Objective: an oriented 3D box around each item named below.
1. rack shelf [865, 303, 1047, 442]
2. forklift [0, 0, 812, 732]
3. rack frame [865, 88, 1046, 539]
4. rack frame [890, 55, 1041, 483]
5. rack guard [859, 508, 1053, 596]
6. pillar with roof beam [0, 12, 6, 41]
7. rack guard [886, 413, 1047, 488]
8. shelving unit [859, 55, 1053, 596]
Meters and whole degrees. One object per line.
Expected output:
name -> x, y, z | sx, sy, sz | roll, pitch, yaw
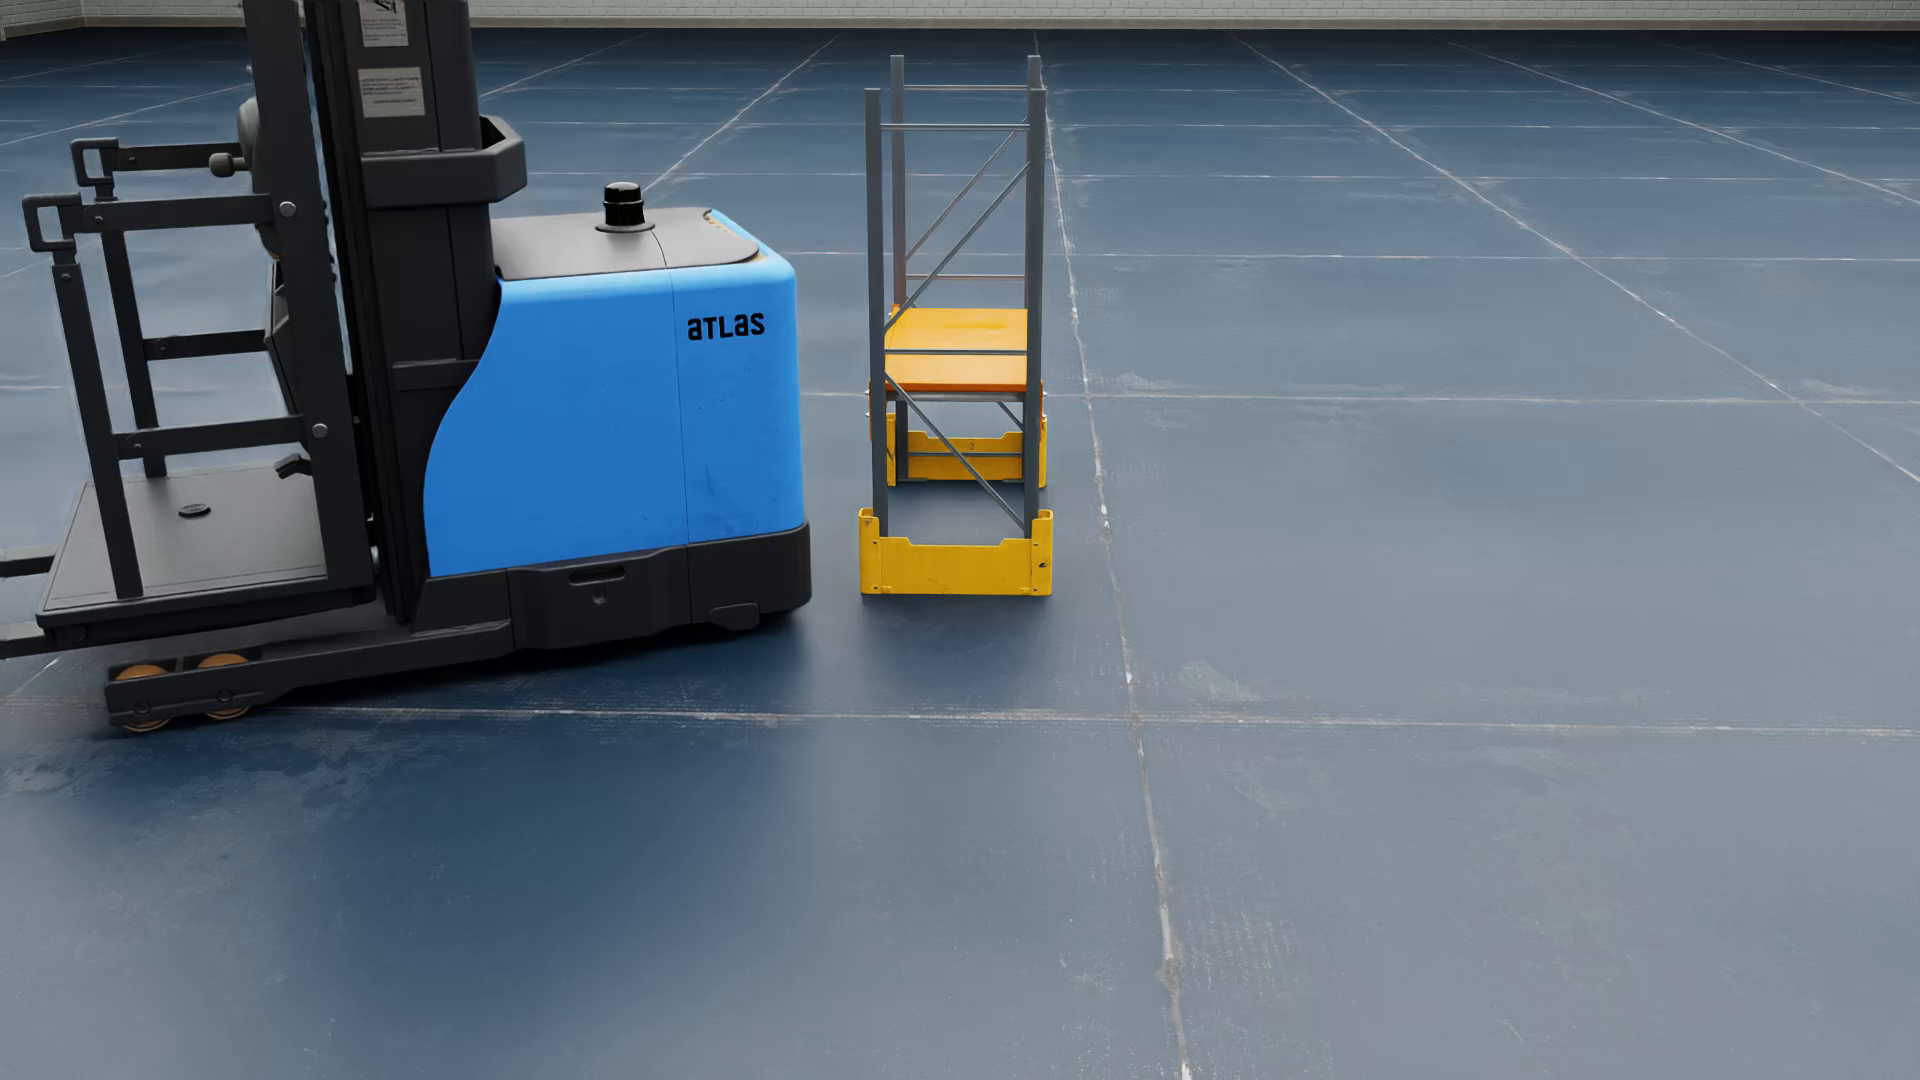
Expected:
rack shelf -> 0.003, -0.562, 5.402 | 0.538, 0.185, 1.000 | 1, 21, 2
forklift -> -2.008, -1.091, 4.290 | 3.031, 2.935, 1.130 | -8, 23, -19
rack frame -> -0.013, -0.546, 4.863 | 0.500, 1.500, 0.032 | 1, 21, 2
rack frame -> 0.018, -0.914, 5.811 | 0.500, 1.500, 0.032 | 1, 21, 2
rack guard -> -0.013, 0.036, 5.091 | 0.587, 0.250, 0.087 | 1, 21, 2
pillar with roof beam -> -9.910, -11.442, 22.577 | 9.100, 9.000, 0.400 | 1, 21, 2
rack guard -> 0.017, -0.324, 6.019 | 0.587, 0.250, 0.087 | 1, 21, 2
shelving unit -> 0.002, -0.727, 5.329 | 0.587, 1.500, 1.083 | 1, 21, 2
